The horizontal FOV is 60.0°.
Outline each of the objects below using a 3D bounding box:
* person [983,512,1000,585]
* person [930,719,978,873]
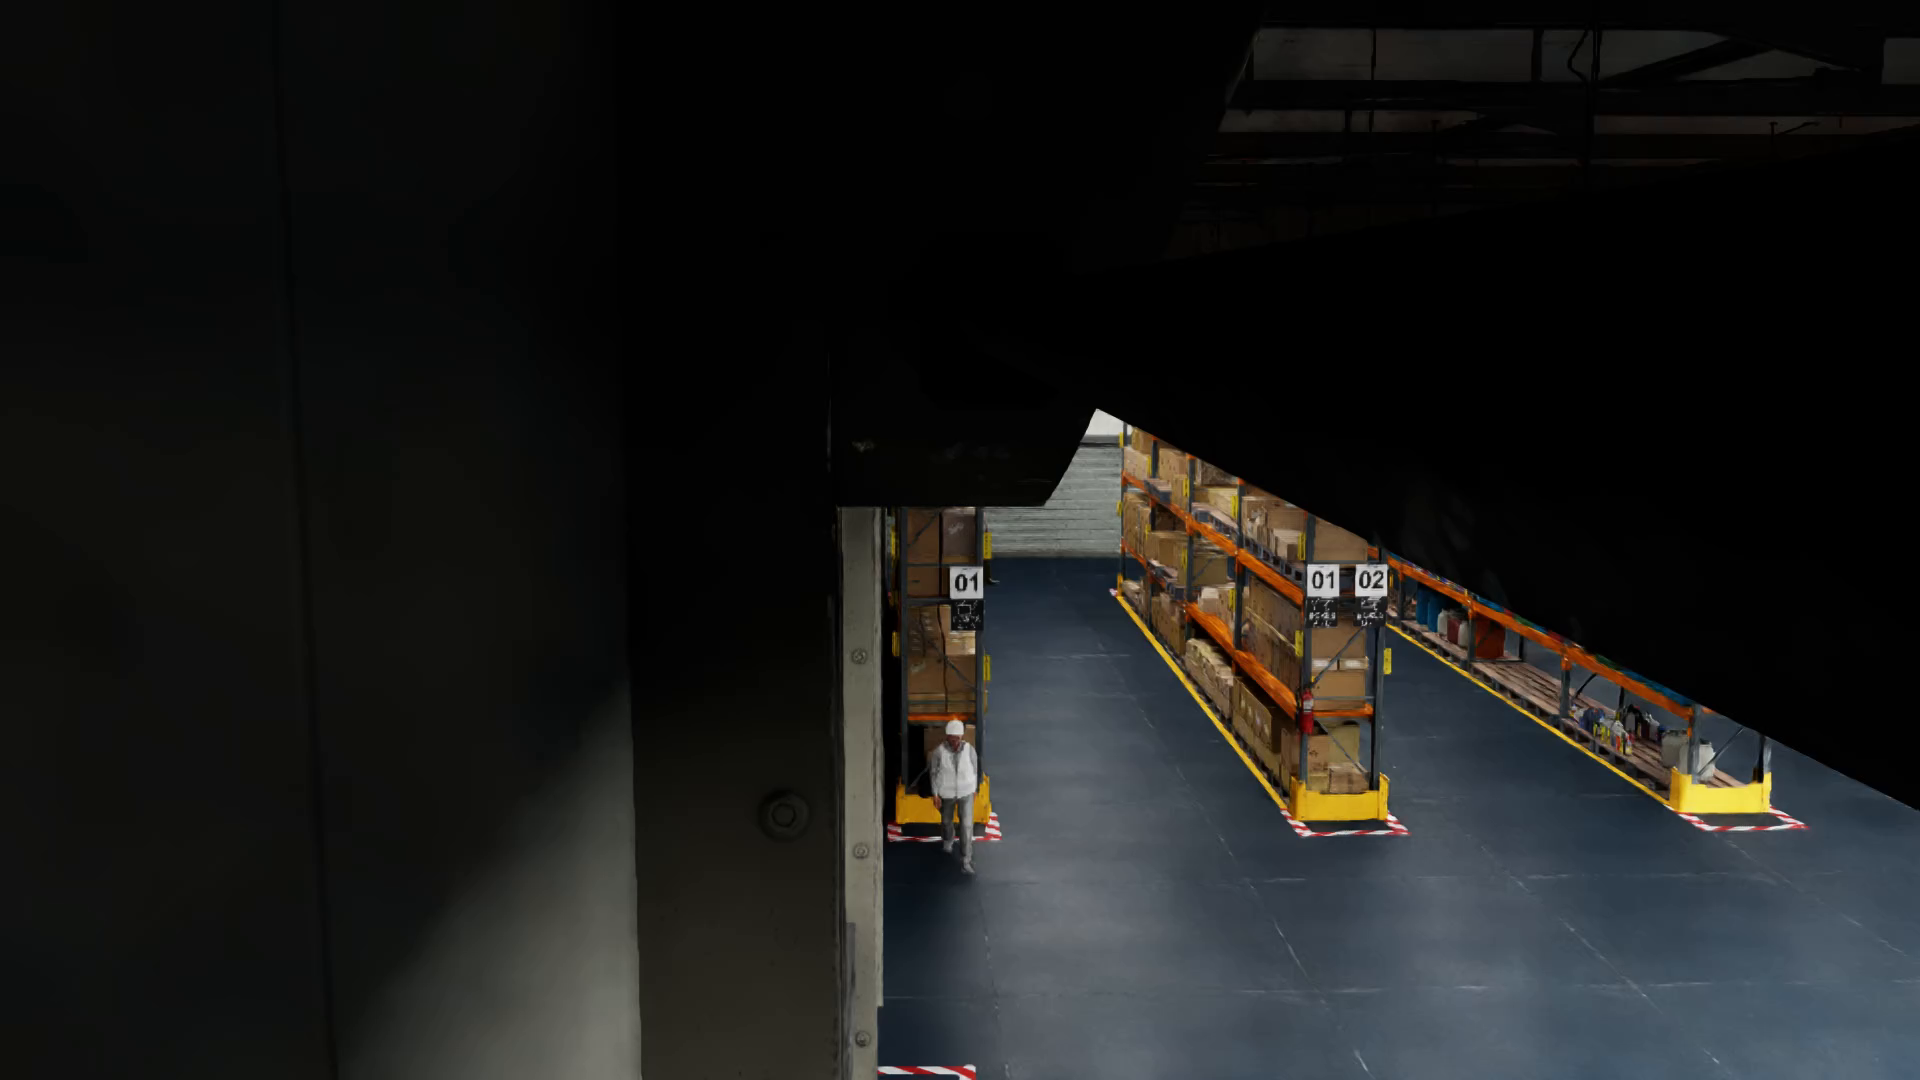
[{"bbox_3d":[0.458,0.170,37.508,0.576,1.773,0.776,5,10,34],"label":"person"},{"bbox_3d":[-0.071,2.845,18.842,0.543,1.700,1.115,0,8,0],"label":"person"}]
